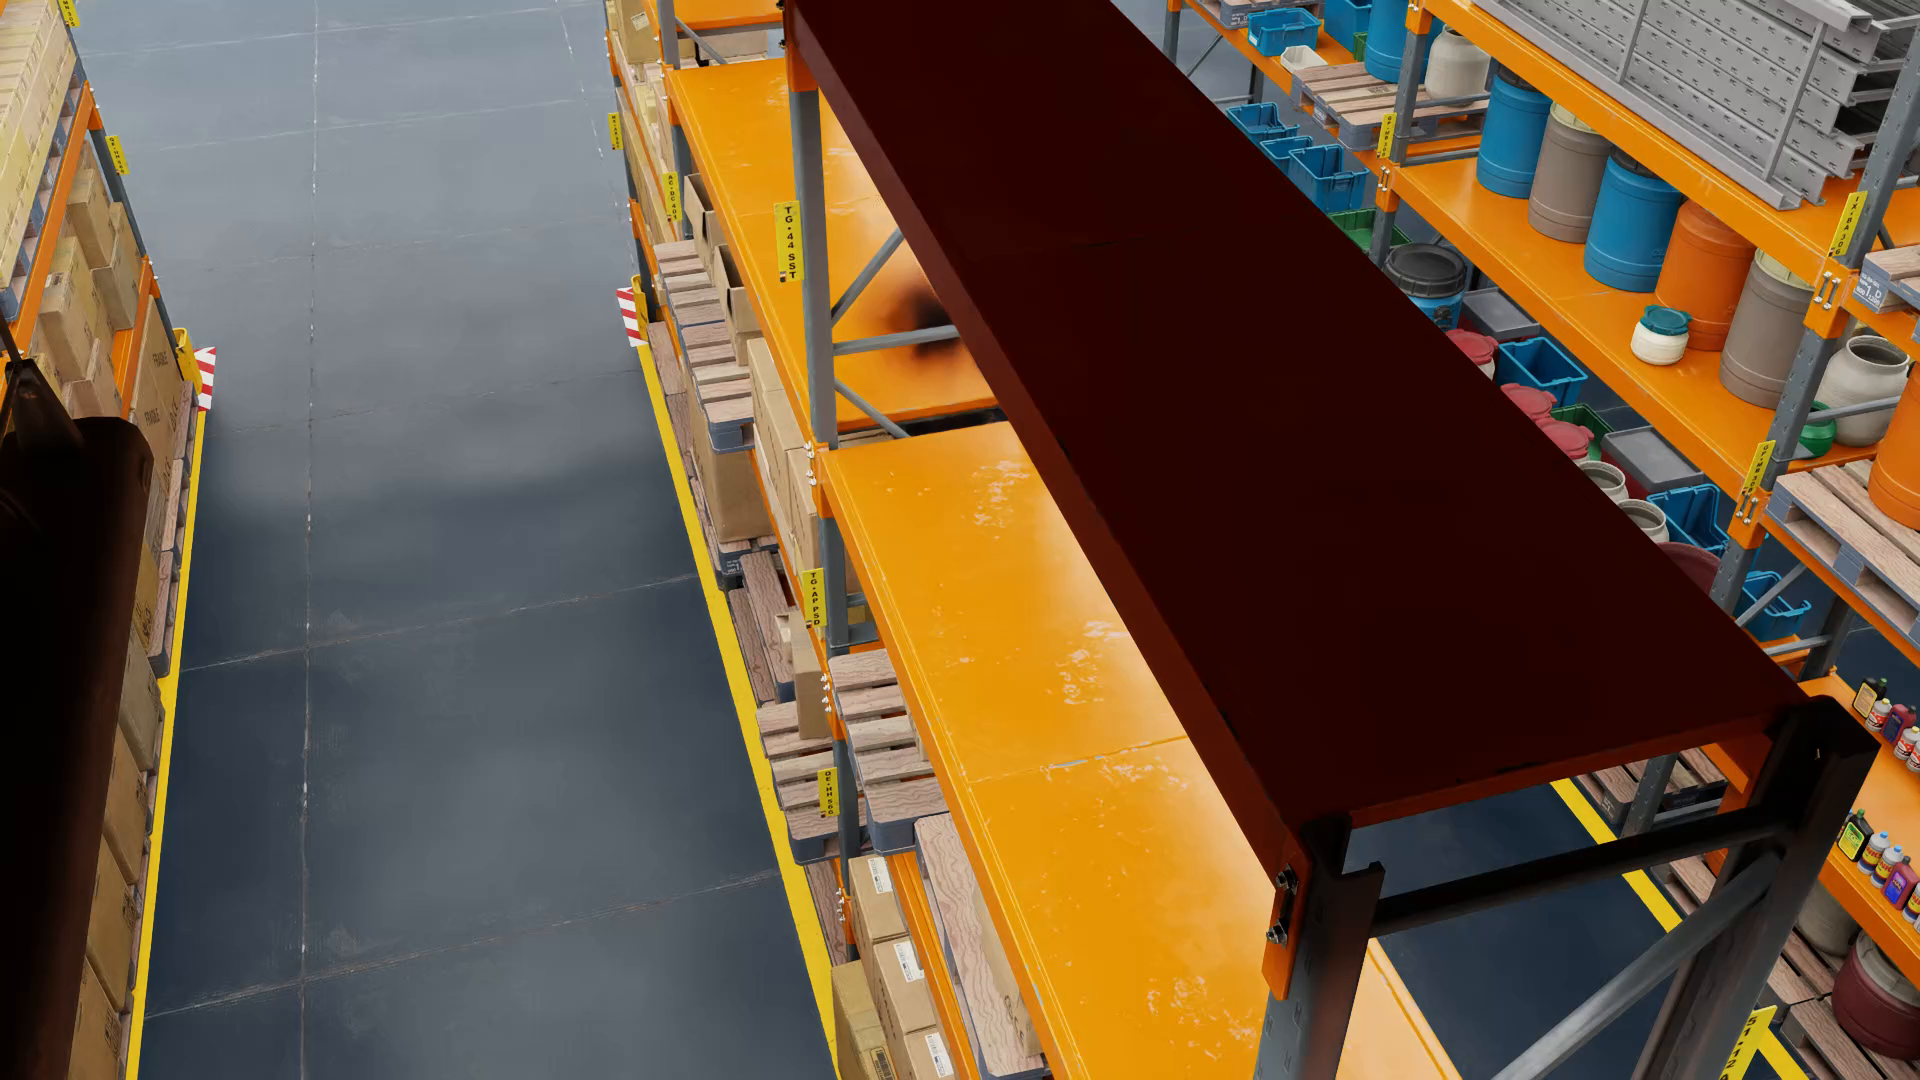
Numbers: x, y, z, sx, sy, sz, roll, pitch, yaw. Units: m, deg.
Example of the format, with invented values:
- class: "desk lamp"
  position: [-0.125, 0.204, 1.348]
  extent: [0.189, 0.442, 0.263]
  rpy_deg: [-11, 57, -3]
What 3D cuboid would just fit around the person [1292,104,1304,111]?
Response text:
- class: "person"
  position: [4.245, -5.589, 18.512]
  extent: [0.900, 1.663, 0.604]
  rpy_deg: [2, 38, 3]
